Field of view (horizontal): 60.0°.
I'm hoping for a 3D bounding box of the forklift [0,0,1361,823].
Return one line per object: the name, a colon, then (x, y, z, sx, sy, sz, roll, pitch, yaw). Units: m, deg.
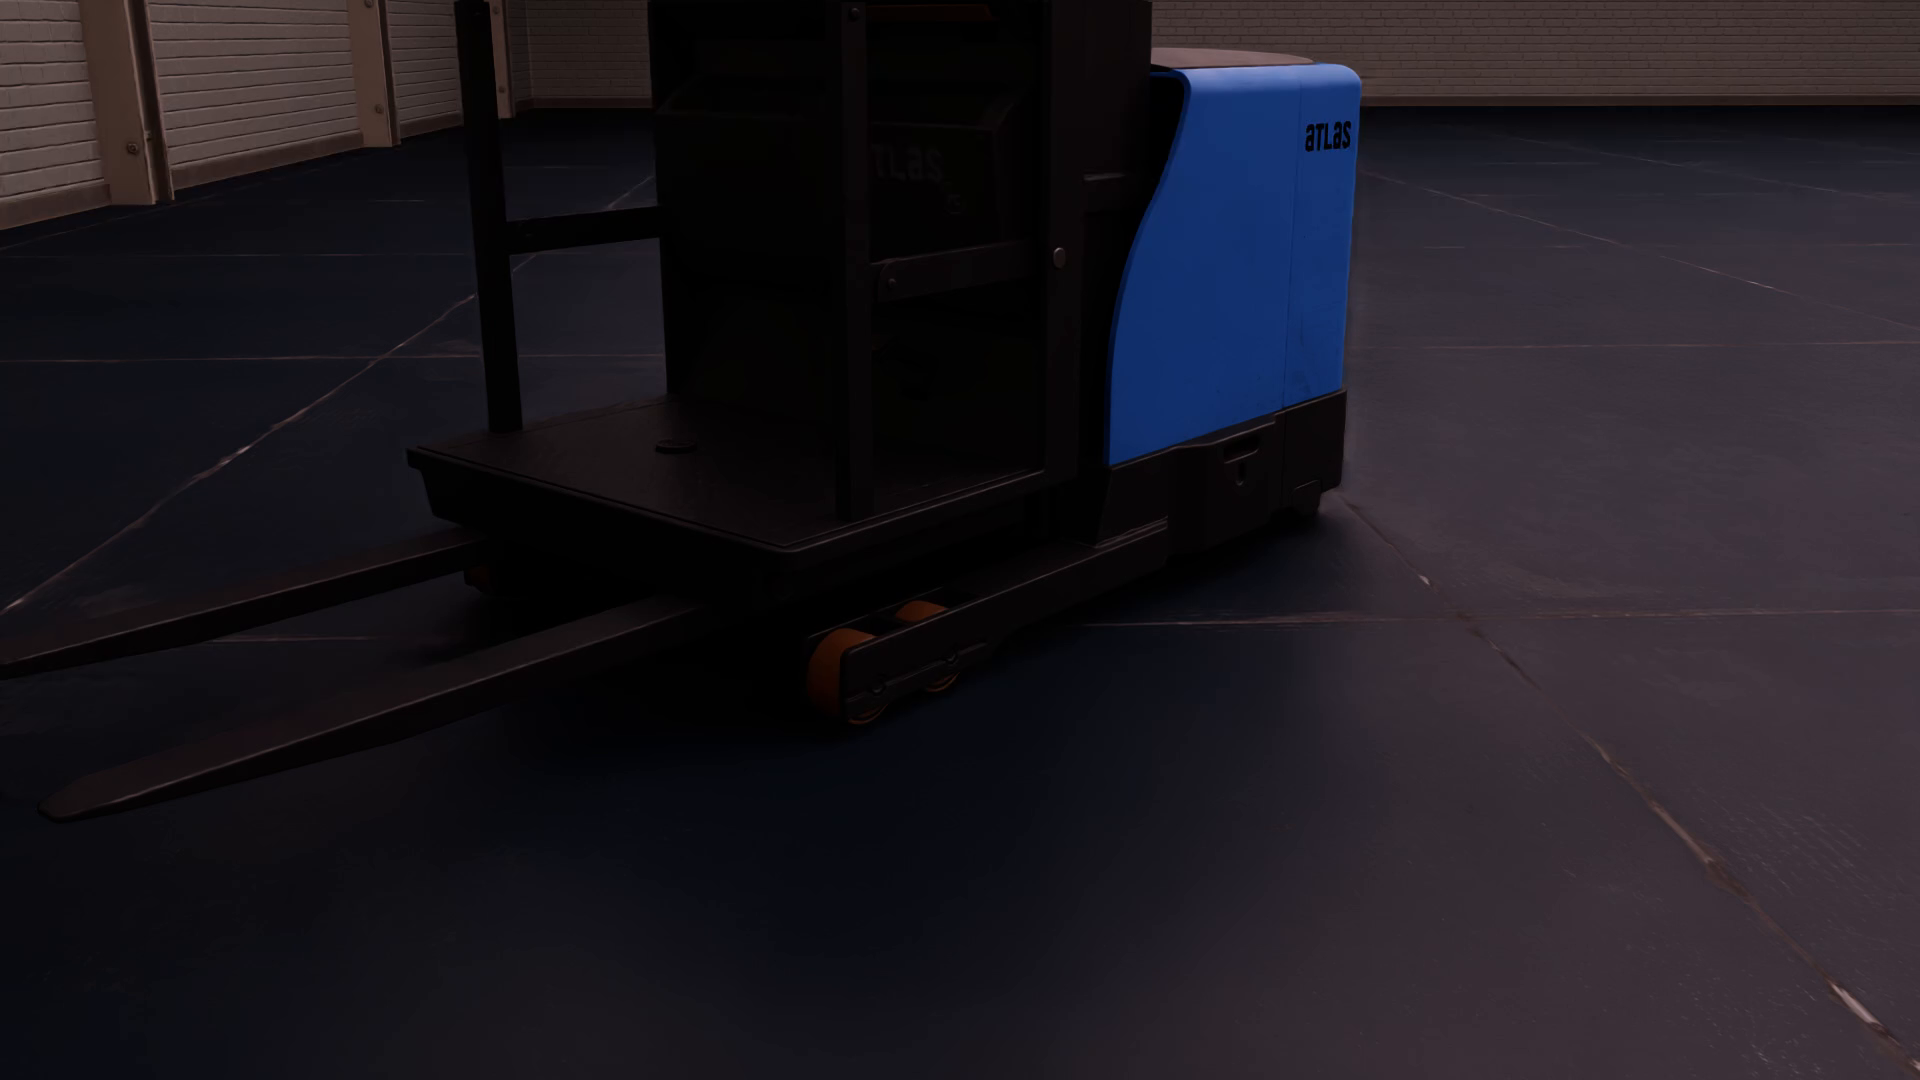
forklift: (-0.384, -1.247, 2.983, 1.130, 2.935, 3.031, 14, 22, 38)
